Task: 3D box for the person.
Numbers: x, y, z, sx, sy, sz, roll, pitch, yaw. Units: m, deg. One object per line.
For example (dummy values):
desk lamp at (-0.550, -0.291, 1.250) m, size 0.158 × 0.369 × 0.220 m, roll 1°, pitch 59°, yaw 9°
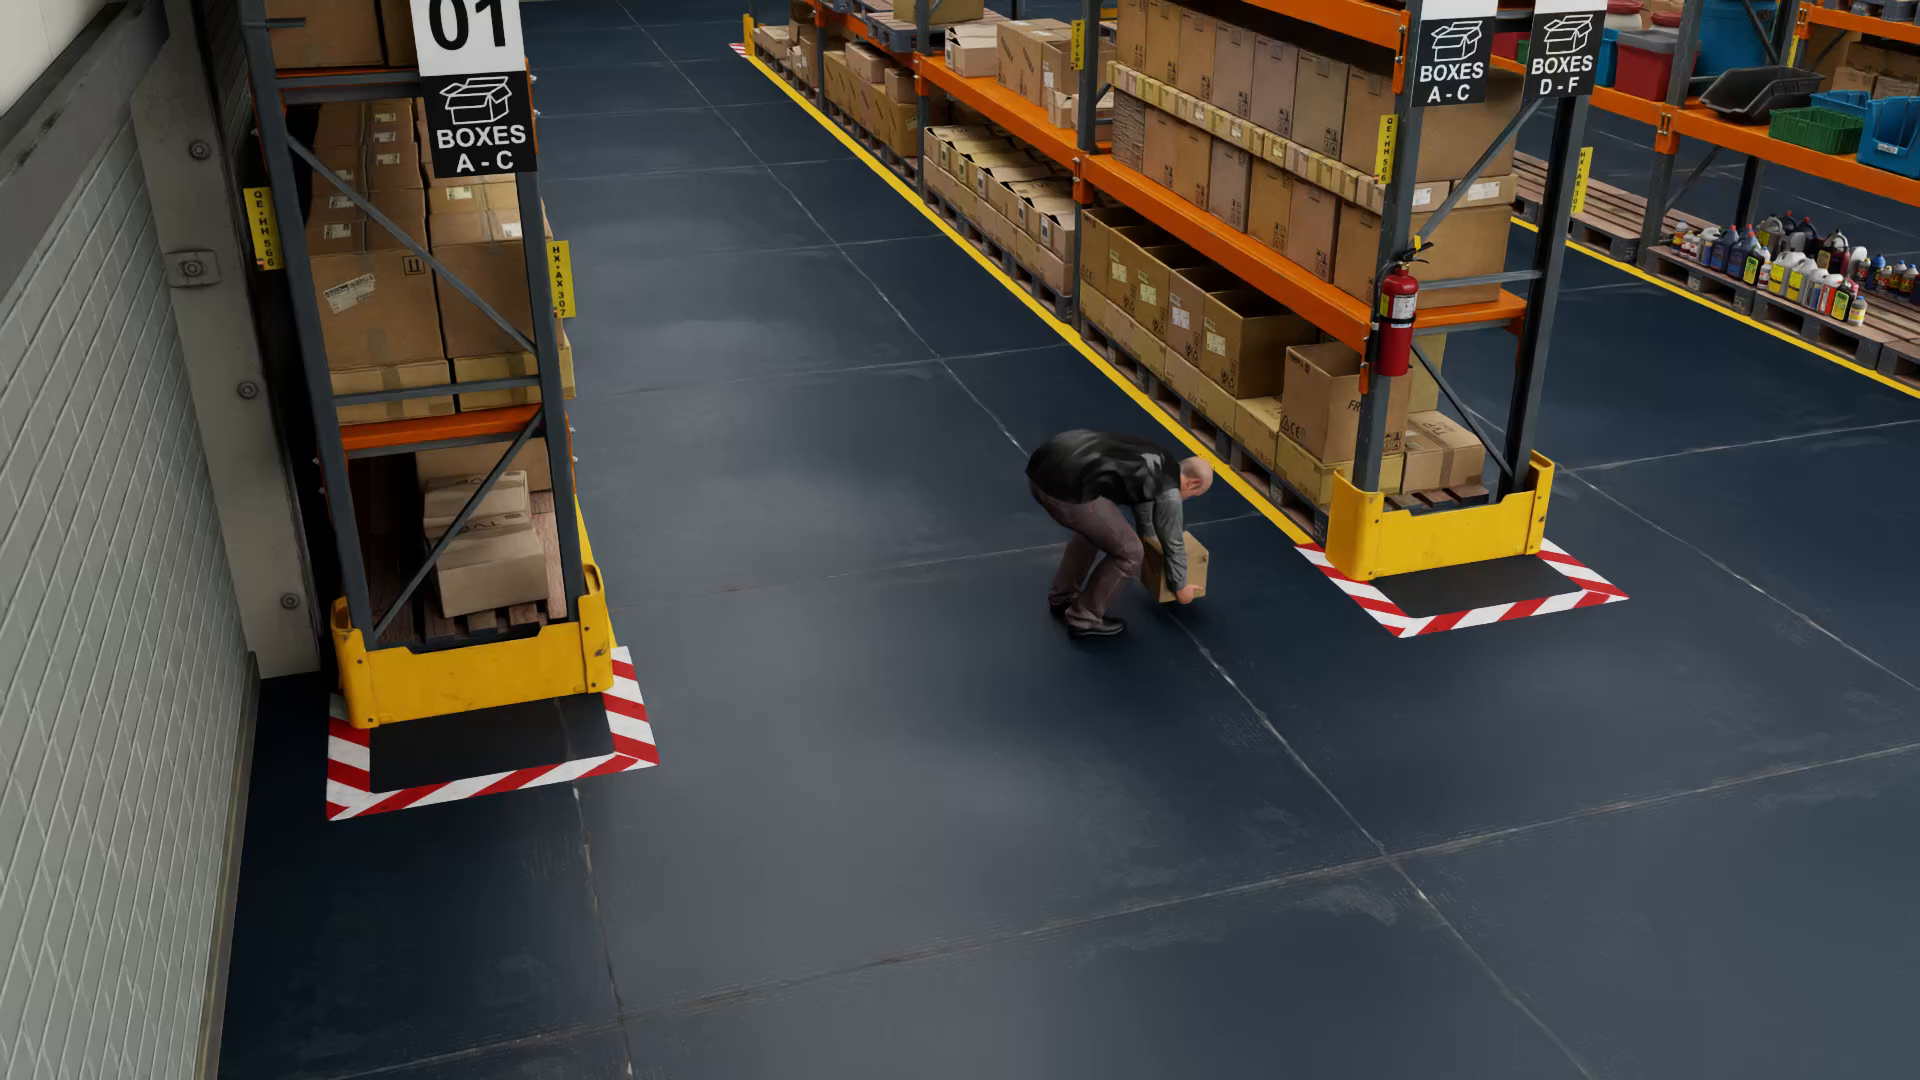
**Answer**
person at (0.788, -0.077, 8.113) m, size 0.948 × 1.001 × 0.503 m, roll -10°, pitch 28°, yaw -19°
